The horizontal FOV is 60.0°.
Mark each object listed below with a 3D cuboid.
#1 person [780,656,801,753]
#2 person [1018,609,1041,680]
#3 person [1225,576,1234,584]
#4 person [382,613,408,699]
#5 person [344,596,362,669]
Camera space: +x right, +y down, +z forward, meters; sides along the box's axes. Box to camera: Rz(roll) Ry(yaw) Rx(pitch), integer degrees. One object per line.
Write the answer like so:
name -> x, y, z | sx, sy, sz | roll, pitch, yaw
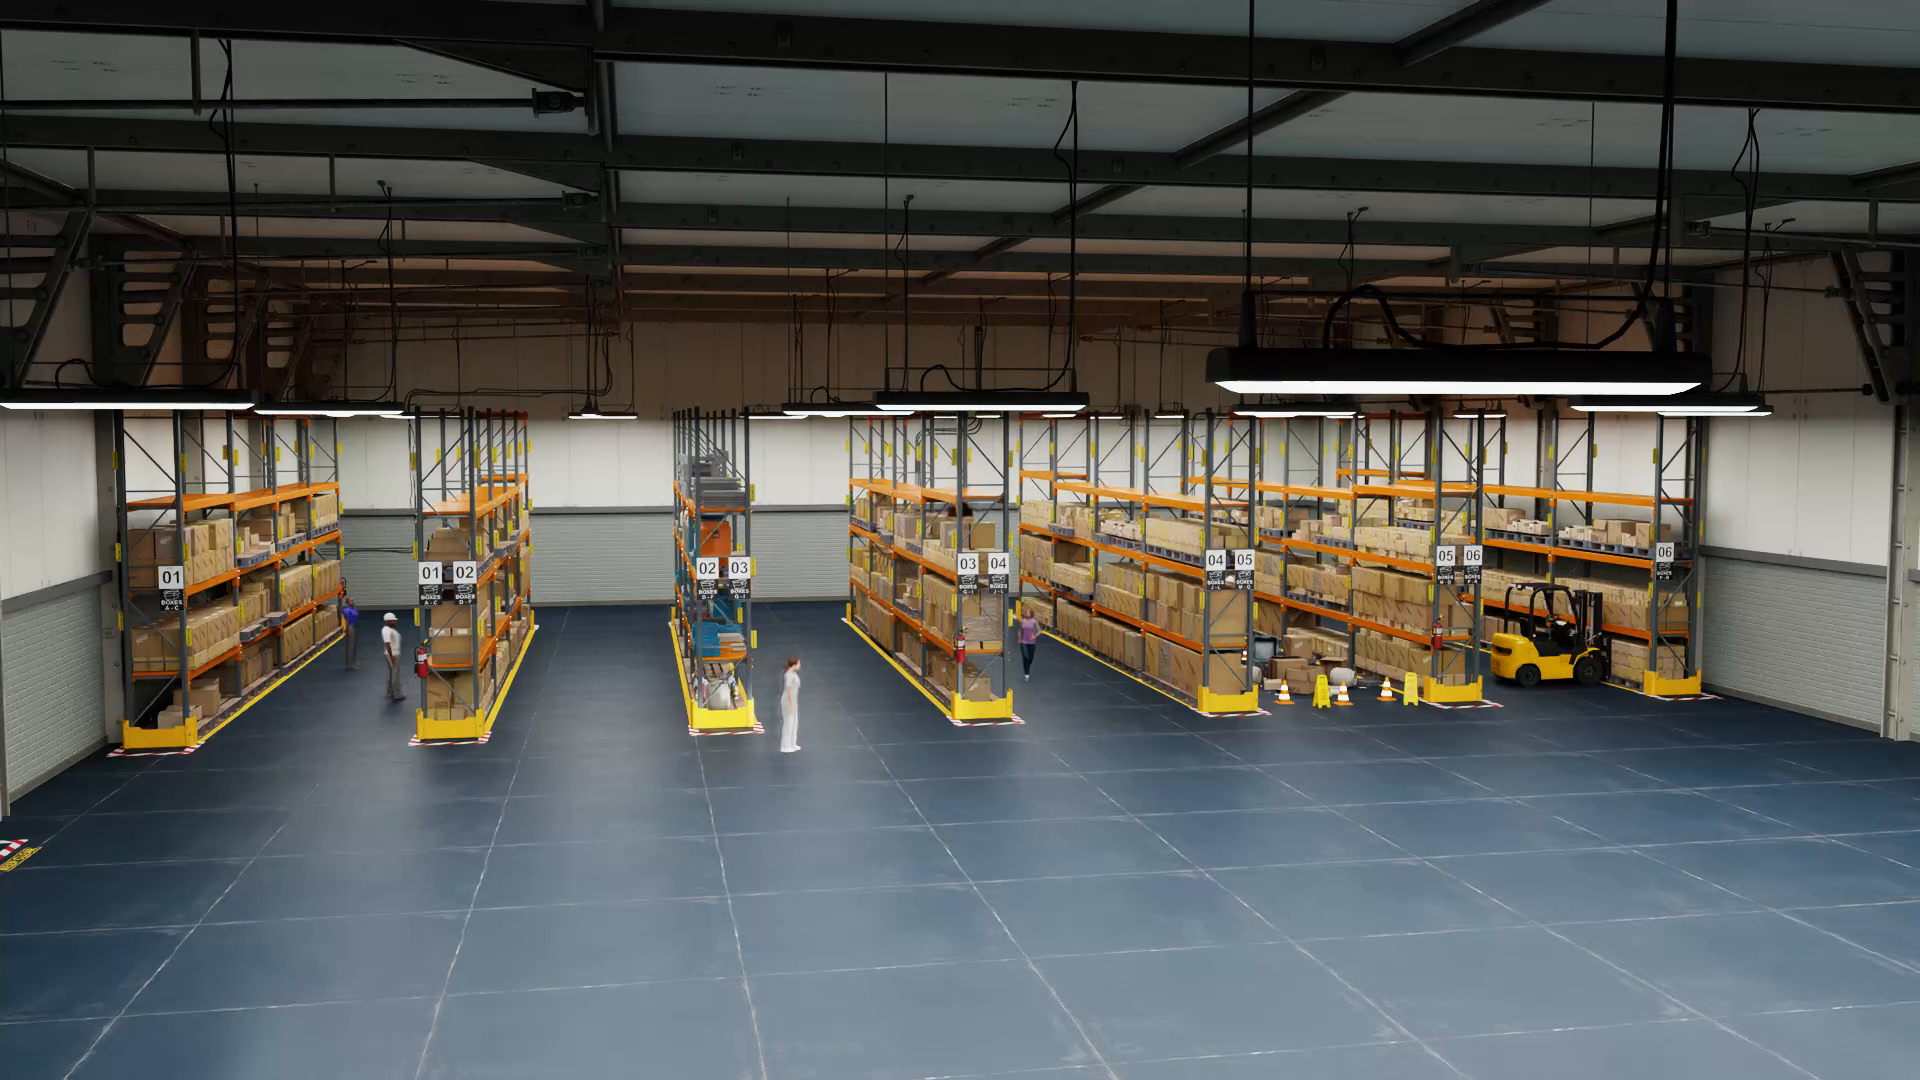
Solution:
person -> -2.945, 2.841, 28.857 | 0.360, 1.683, 0.477 | 0, 4, 5
person -> 1.550, 2.323, 37.129 | 0.509, 1.563, 0.643 | 0, 4, -5
person -> 6.830, 1.820, 42.568 | 0.485, 1.774, 0.584 | 0, 4, -3
person -> -11.716, 2.387, 34.425 | 0.485, 1.757, 0.650 | -2, 4, -24
person -> -14.160, 2.152, 38.760 | 0.343, 1.684, 0.526 | -1, 4, -9
